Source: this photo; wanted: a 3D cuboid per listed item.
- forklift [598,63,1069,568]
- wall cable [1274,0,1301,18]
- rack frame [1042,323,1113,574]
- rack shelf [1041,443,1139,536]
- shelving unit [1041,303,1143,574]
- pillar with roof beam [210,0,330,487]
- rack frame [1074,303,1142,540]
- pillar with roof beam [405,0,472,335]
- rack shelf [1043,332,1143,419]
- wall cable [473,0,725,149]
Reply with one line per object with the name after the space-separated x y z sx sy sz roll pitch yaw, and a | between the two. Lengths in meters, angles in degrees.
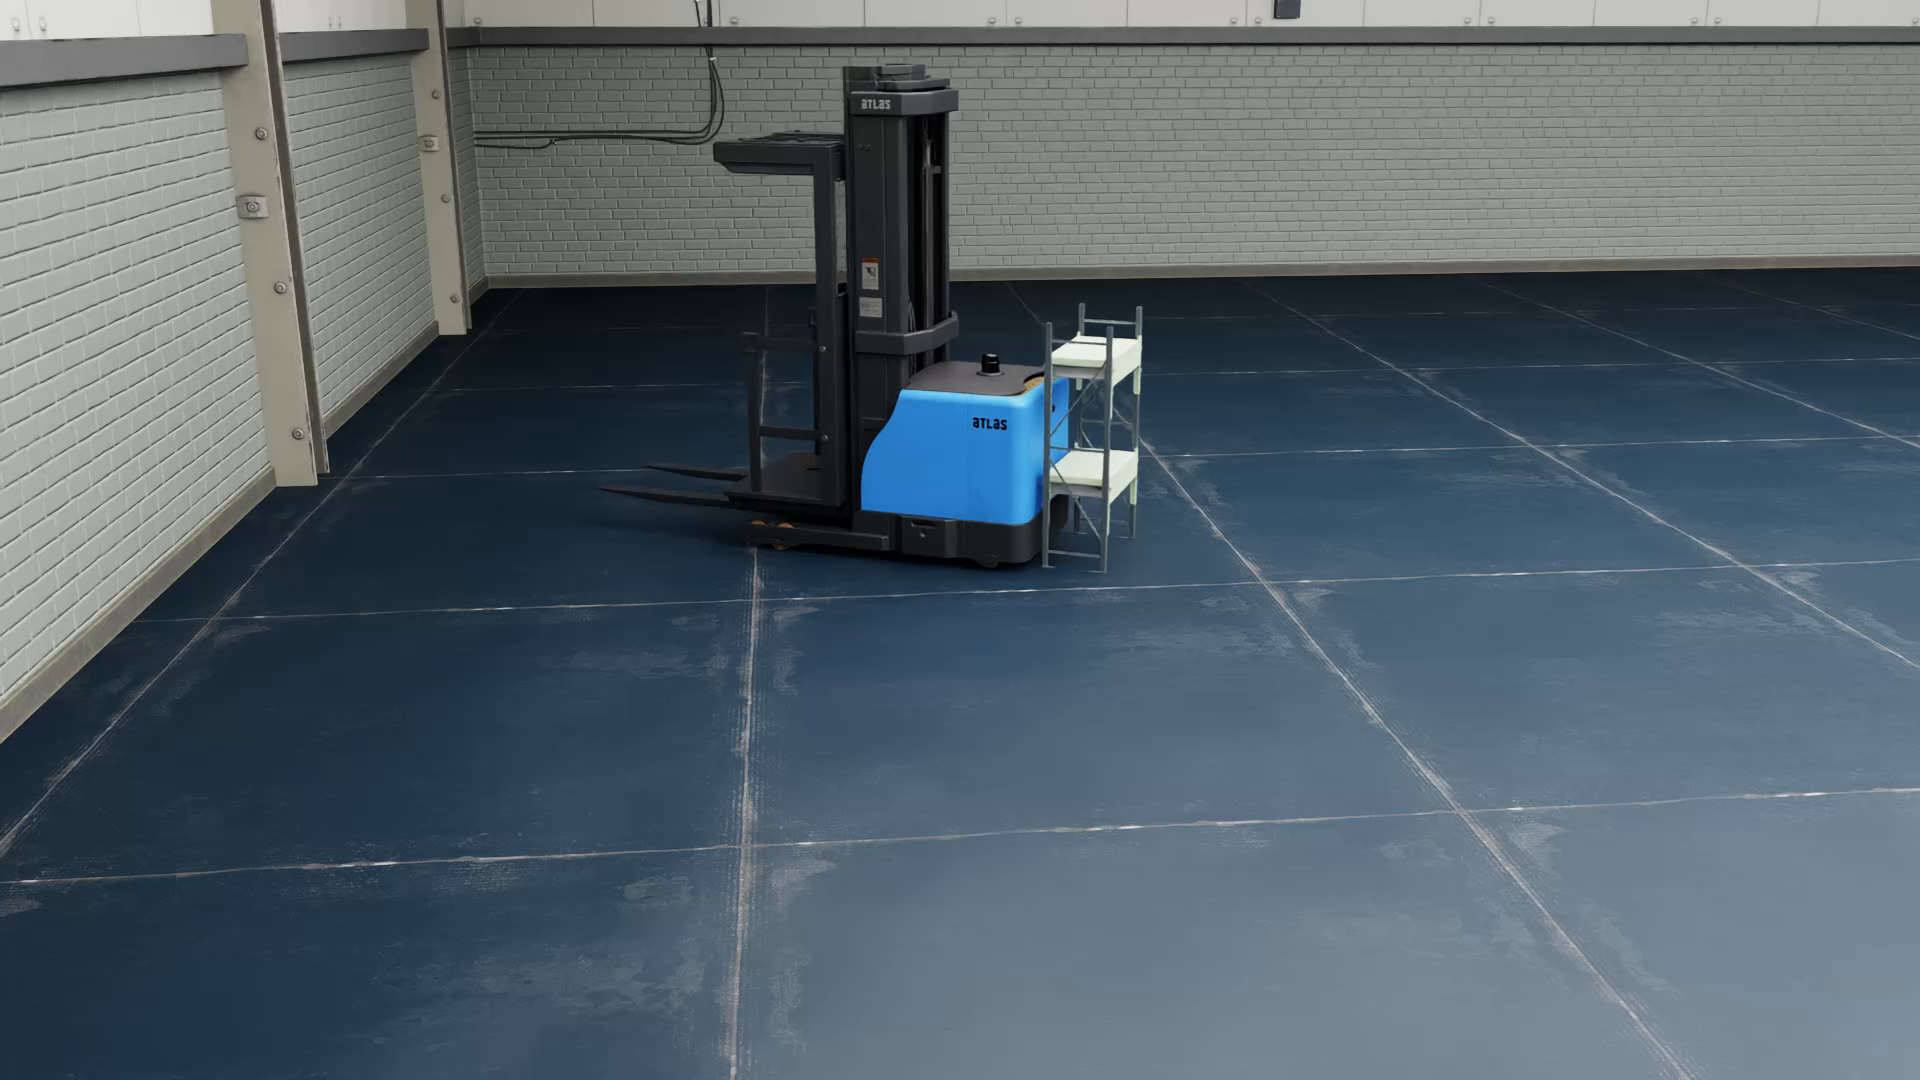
-0.867 -1.477 10.488 3.031 2.935 1.130 6 18 18 | forklift
5.044 -9.356 19.777 2.305 6.003 0.169 -2 18 -6 | wall cable
0.692 -0.531 9.865 0.400 1.500 0.023 6 18 18 | rack frame
0.812 -0.324 10.293 0.431 0.370 0.720 6 18 18 | rack shelf
0.812 -0.635 10.195 0.431 1.500 0.755 6 18 18 | shelving unit
-0.511 -4.872 11.171 9.100 9.000 0.400 -2 18 -6 | pillar with roof beam
0.932 -0.738 10.525 0.400 1.500 0.023 6 18 18 | rack frame
-1.130 -6.659 16.865 9.100 9.000 0.400 -2 18 -6 | pillar with roof beam
0.812 -1.007 10.078 0.431 0.370 0.720 6 18 18 | rack shelf
-4.401 -5.963 19.833 3.097 2.526 0.112 -2 18 -6 | wall cable
